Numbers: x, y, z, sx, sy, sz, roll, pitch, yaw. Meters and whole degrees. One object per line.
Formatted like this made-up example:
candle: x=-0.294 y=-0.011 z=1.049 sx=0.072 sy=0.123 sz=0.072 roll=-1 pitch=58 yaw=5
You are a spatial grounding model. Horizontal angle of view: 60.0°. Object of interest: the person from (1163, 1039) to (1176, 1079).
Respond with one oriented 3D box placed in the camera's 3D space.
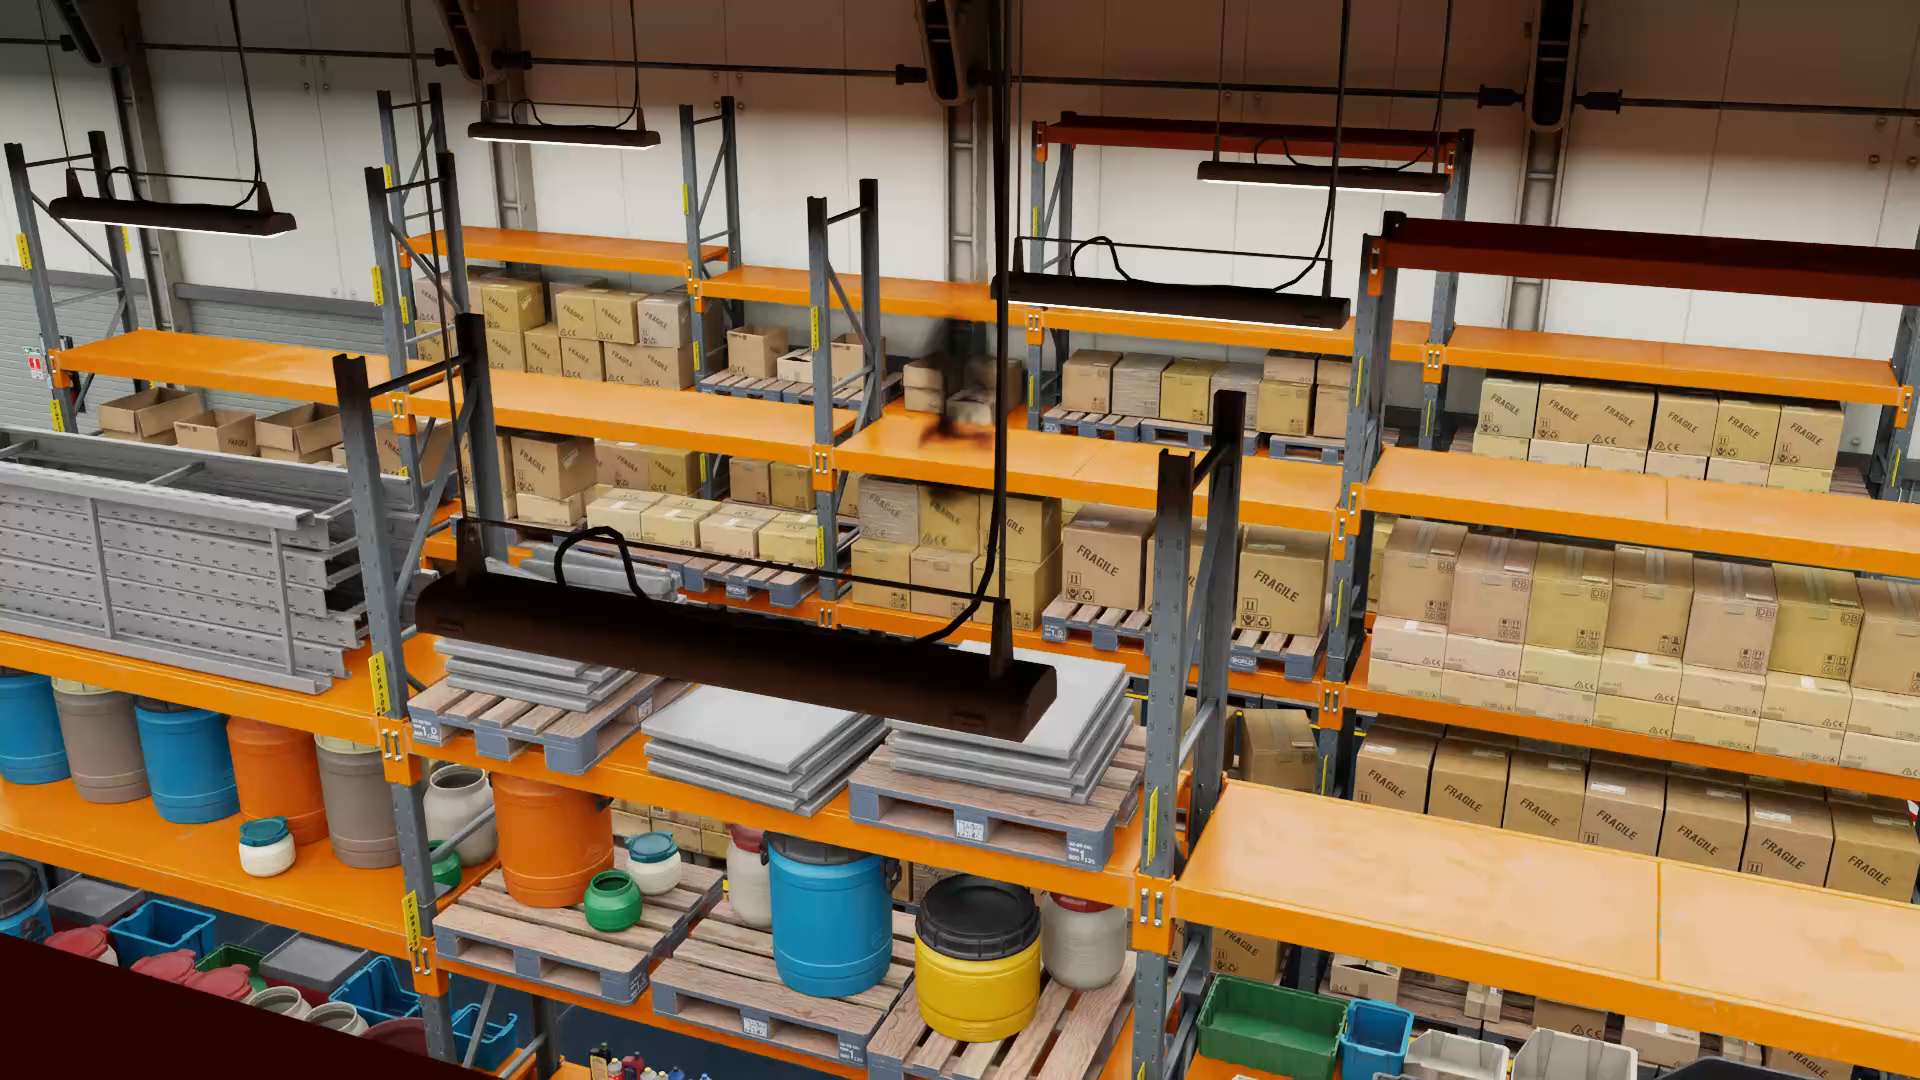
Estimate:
person: x=1.238 y=3.538 z=10.859 sx=0.998 sy=1.650 sz=0.609 roll=4 pitch=21 yaw=10
